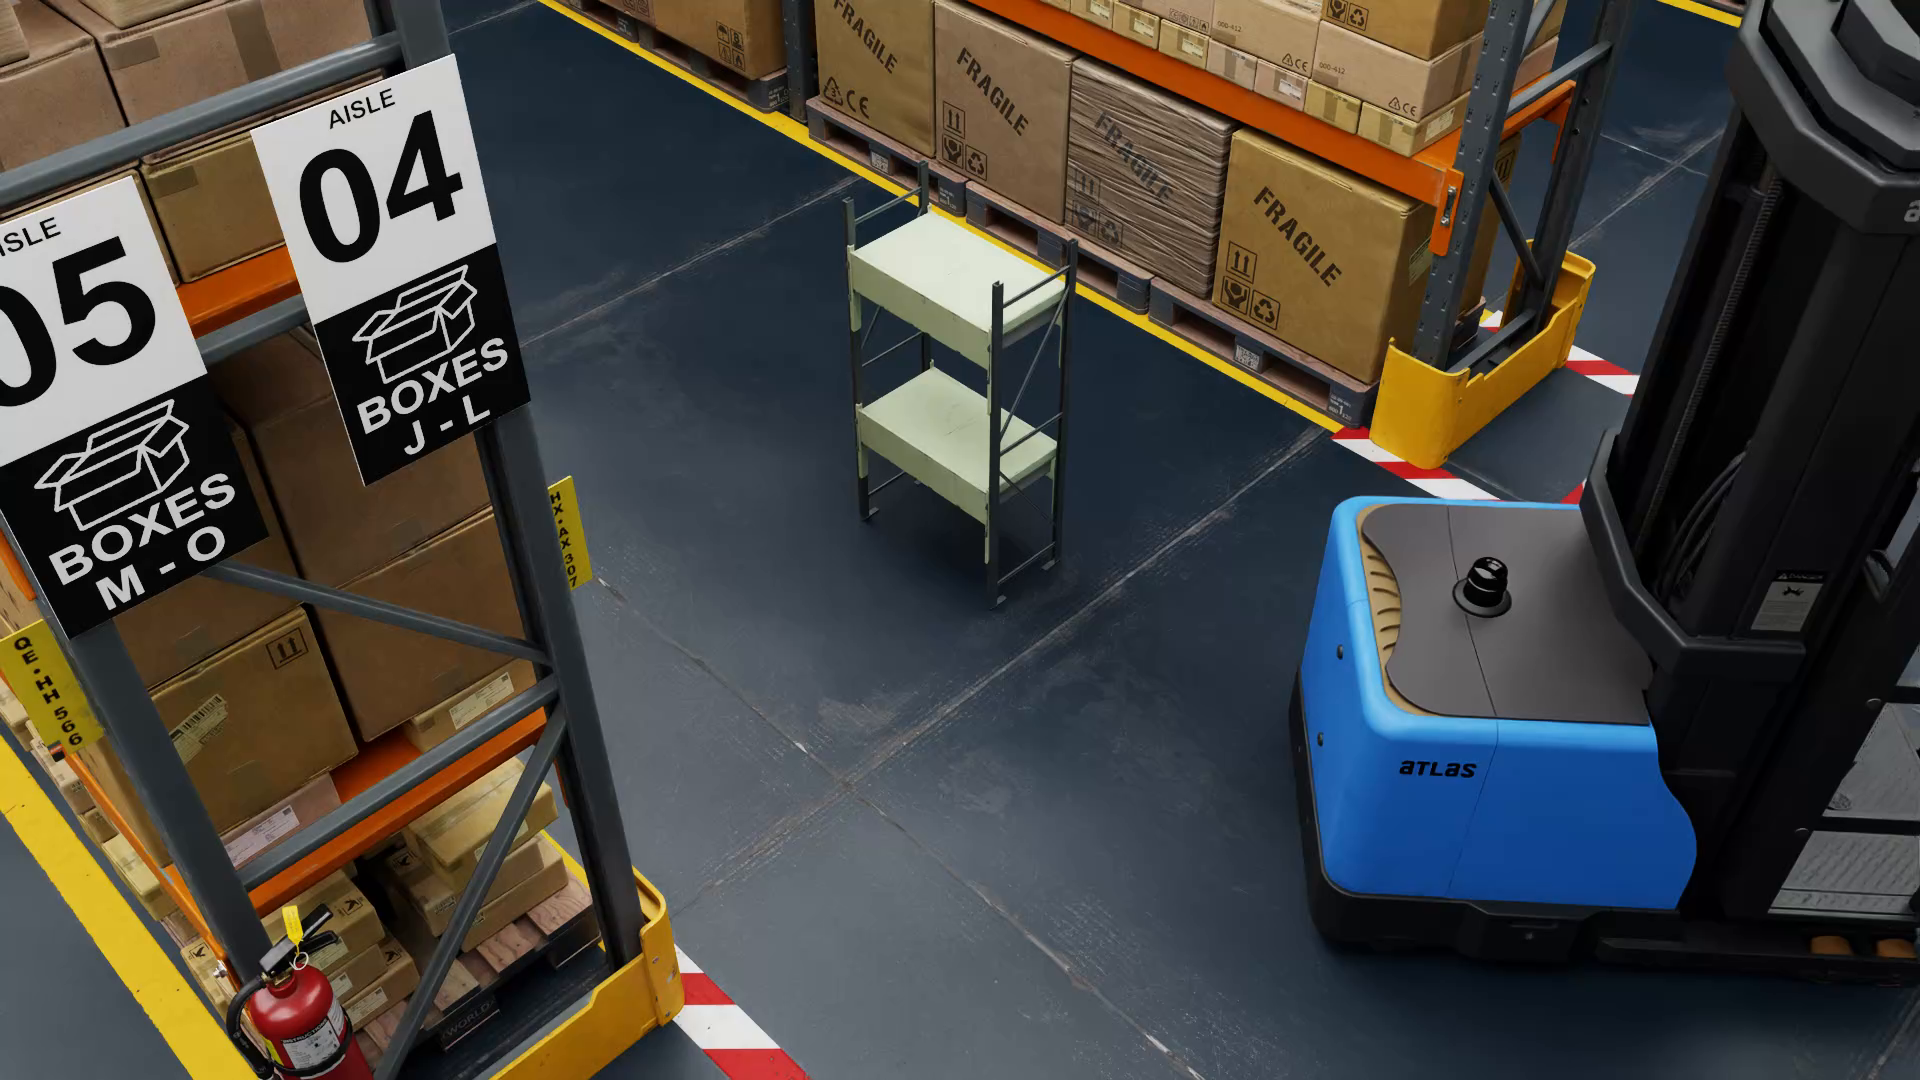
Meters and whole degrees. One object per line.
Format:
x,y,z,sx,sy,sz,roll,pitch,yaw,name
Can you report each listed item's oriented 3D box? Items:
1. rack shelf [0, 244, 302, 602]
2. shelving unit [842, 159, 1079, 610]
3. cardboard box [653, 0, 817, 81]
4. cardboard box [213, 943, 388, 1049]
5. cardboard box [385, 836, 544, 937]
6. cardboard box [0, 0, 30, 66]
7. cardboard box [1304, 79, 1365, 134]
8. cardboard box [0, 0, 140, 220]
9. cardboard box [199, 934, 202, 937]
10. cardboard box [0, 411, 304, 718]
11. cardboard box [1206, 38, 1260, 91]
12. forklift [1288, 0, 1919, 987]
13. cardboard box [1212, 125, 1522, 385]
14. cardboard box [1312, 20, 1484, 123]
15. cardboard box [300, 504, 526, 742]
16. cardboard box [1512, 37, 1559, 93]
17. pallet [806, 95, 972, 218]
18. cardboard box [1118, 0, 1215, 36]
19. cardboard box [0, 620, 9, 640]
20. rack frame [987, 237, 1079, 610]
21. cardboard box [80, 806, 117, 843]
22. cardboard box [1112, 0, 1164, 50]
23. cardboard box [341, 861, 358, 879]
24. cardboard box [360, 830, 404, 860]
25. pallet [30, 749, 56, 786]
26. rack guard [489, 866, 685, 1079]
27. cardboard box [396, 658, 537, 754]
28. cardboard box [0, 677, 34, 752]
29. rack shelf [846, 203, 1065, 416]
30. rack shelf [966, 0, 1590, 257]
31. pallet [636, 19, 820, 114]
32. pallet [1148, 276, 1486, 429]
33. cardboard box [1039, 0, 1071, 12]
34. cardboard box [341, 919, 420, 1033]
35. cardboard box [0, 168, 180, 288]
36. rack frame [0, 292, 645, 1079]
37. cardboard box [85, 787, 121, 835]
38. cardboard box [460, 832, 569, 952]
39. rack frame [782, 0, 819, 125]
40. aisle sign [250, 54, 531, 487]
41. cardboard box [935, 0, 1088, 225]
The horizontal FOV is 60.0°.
-2.725,-1.225,4.185,1.077,0.370,4.000,-34,53,-31,rack shelf
-0.005,-0.554,6.244,0.431,1.500,0.755,-34,53,-31,shelving unit
-1.021,-3.349,9.420,1.225,0.875,0.875,-34,52,-31,cardboard box
-1.888,1.240,4.770,0.250,0.149,0.380,33,52,30,cardboard box
-1.501,0.982,5.049,0.380,0.149,0.250,-32,51,-30,cardboard box
-1.756,-0.822,2.668,0.250,0.149,0.380,34,52,31,cardboard box
1.601,-1.800,6.673,0.380,0.149,0.250,-34,52,-31,cardboard box
-1.818,-0.756,2.890,0.500,0.250,0.500,33,52,30,cardboard box
-2.211,1.070,5.173,0.250,0.149,0.380,34,52,31,cardboard box
-1.812,-0.041,3.554,0.500,0.500,0.500,33,52,31,cardboard box
1.248,-2.043,6.935,0.380,0.149,0.250,-33,52,-31,cardboard box
2.663,-0.047,4.642,3.031,2.935,1.130,2,43,3,forklift
1.762,-1.398,7.309,0.875,0.875,0.875,-34,53,-31,cardboard box
1.740,-1.915,6.504,0.500,0.250,0.500,33,52,31,cardboard box
-1.434,0.079,4.161,0.500,0.500,0.500,-32,51,-30,cardboard box
2.253,-1.992,6.880,0.380,0.149,0.250,-33,52,-31,cardboard box
-0.073,-2.250,9.030,1.003,0.211,1.213,-34,53,-31,pallet
1.023,-2.404,7.032,0.500,0.250,0.500,32,52,30,cardboard box
-2.173,0.085,4.155,0.500,0.500,0.500,33,52,31,cardboard box
0.254,-0.378,6.054,0.400,1.500,0.023,-34,53,-31,rack frame
-2.631,0.749,5.302,0.380,0.149,0.250,-33,52,-31,cardboard box
0.880,-2.291,7.204,0.380,0.149,0.250,-34,52,-31,cardboard box
-2.003,0.966,4.847,0.380,0.149,0.250,-33,52,-31,cardboard box
-1.722,0.758,5.072,0.380,0.149,0.250,-33,52,-31,cardboard box
-2.773,0.568,5.980,1.003,0.211,1.213,-34,53,-31,pallet
-1.367,1.455,4.807,1.175,0.500,0.348,-34,53,-31,rack guard
-1.310,0.353,4.343,0.250,0.149,0.380,34,52,31,cardboard box
-3.013,0.497,5.573,0.380,0.149,0.250,-34,52,-31,cardboard box
-0.005,-0.841,5.980,0.431,0.370,0.720,-34,53,-31,rack shelf
0.858,-2.452,7.723,1.077,0.370,4.000,-34,53,-31,rack shelf
-1.153,-2.988,9.828,1.003,0.211,1.213,-34,53,-31,pallet
1.650,-1.078,7.761,1.003,0.211,1.213,-34,53,-31,pallet
0.521,-2.535,7.468,0.250,0.149,0.380,33,52,30,cardboard box
-1.832,1.313,4.910,0.380,0.149,0.250,-33,52,-31,cardboard box
-1.821,-0.565,3.052,0.500,0.250,0.500,33,52,31,cardboard box
-1.313,0.573,3.919,1.000,3.000,0.127,-34,53,-31,rack frame
-2.414,0.748,5.083,0.250,0.149,0.380,32,52,30,cardboard box
-1.456,1.061,5.183,0.380,0.149,0.250,-33,52,-31,cardboard box
-0.555,-3.677,8.519,1.000,3.000,0.127,-34,53,-31,rack frame
-1.049,-0.490,3.155,0.394,0.787,0.004,-34,53,-31,aisle sign
0.490,-2.263,8.245,0.875,0.875,0.875,-34,53,-31,cardboard box
